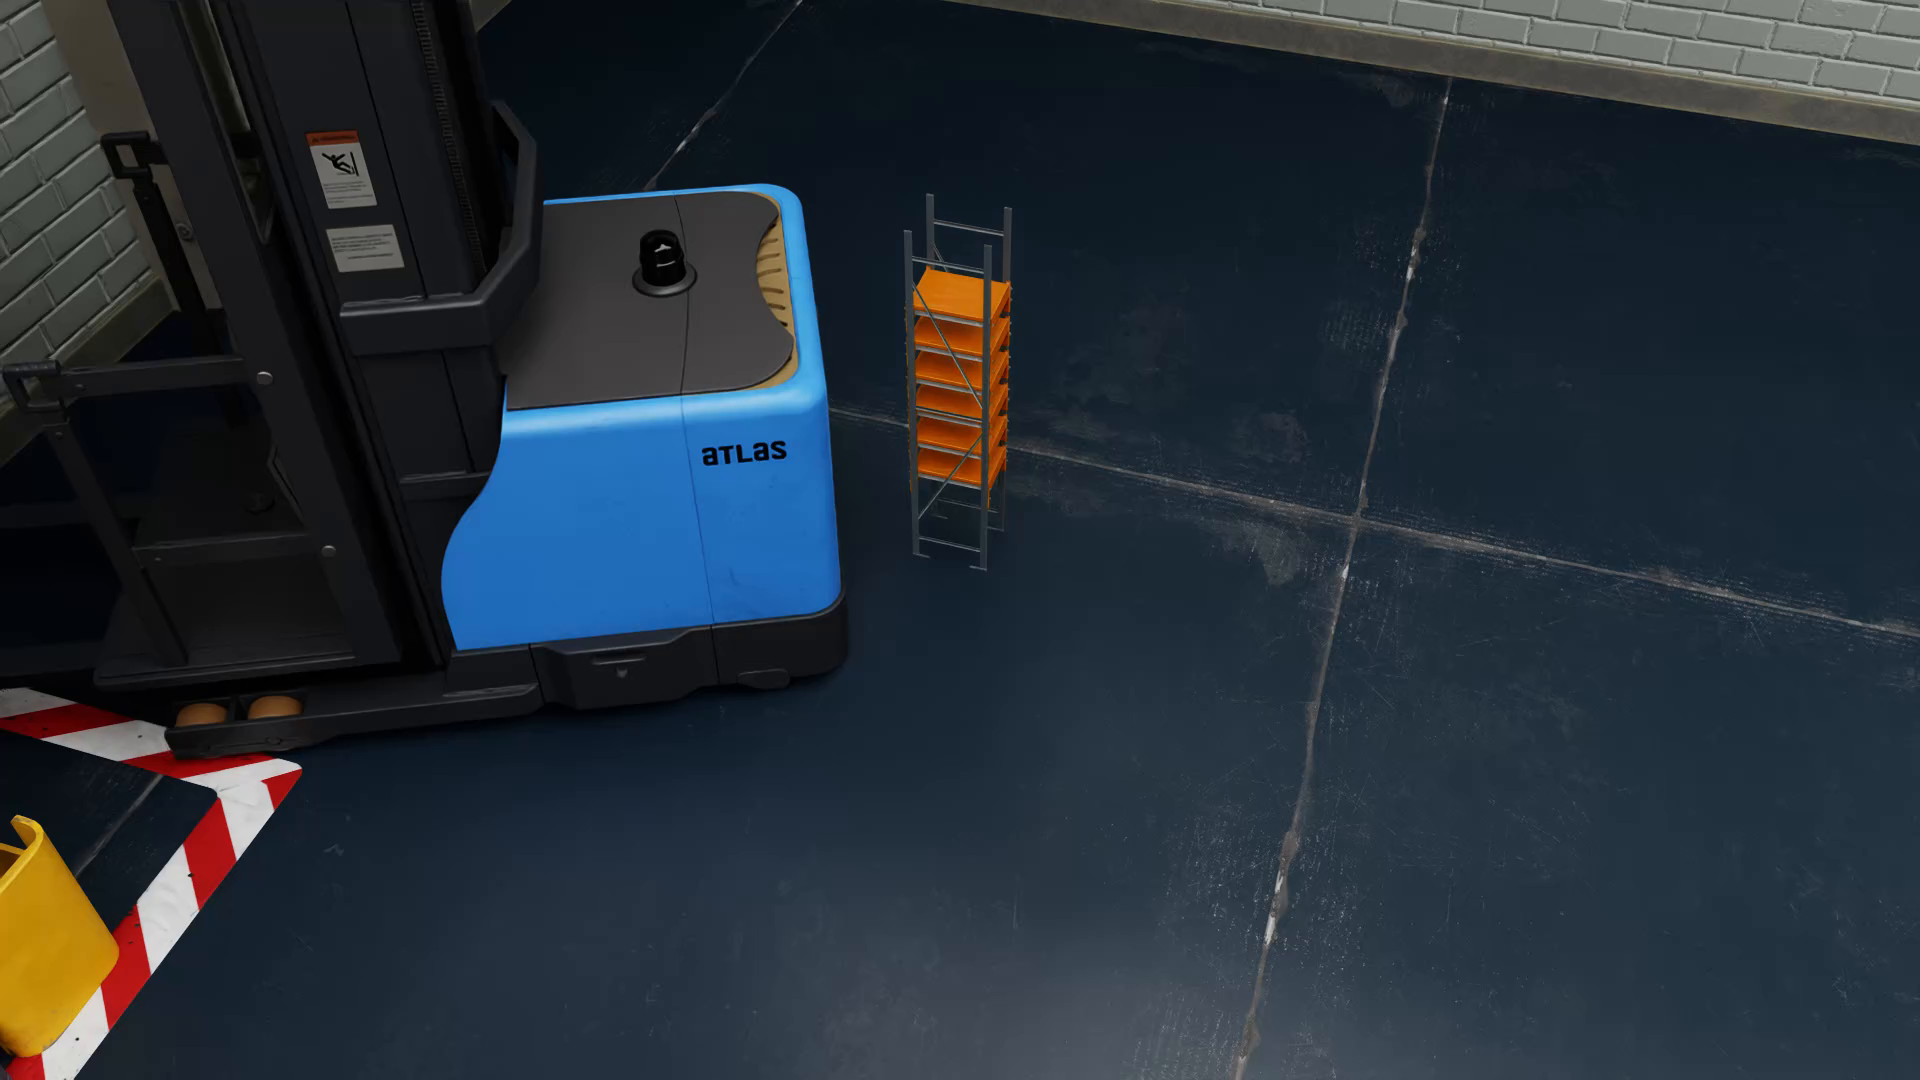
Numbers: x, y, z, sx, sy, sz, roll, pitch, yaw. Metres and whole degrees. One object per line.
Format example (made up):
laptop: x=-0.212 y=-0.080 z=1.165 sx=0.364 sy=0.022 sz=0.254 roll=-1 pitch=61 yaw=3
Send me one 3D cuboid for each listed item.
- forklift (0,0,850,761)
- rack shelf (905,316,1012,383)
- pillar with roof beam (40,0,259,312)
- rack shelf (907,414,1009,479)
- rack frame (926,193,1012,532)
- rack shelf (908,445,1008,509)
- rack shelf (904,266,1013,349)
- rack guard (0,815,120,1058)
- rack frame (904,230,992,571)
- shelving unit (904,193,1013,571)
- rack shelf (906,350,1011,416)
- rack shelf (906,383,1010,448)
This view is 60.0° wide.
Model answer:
forklift: x=-1.881 y=-0.834 z=4.007 sx=3.031 sy=2.935 sz=1.130 roll=-6 pitch=45 yaw=-6
rack shelf: x=-0.004 y=-0.559 z=4.684 sx=0.258 sy=0.103 sz=0.180 roll=13 pitch=46 yaw=12
pillar with roof beam: x=1.383 y=-3.258 z=2.145 sx=9.100 sy=9.000 sz=0.400 roll=13 pitch=46 yaw=13
rack shelf: x=-0.004 y=-0.302 z=4.936 sx=0.258 sy=0.103 sz=0.180 roll=13 pitch=46 yaw=12
rack frame: x=0.023 y=-0.480 z=4.883 sx=0.240 sy=1.200 sz=0.006 roll=13 pitch=46 yaw=12
rack shelf: x=-0.004 y=-0.216 z=5.019 sx=0.258 sy=0.103 sz=0.180 roll=13 pitch=46 yaw=12
rack shelf: x=-0.004 y=-0.645 z=4.600 sx=0.258 sy=0.103 sz=0.180 roll=13 pitch=46 yaw=12
rack guard: x=-2.706 y=0.835 z=4.039 sx=1.175 sy=0.500 sz=0.348 roll=13 pitch=46 yaw=13
rack frame: x=-0.032 y=-0.358 z=4.758 sx=0.240 sy=1.200 sz=0.006 roll=13 pitch=46 yaw=12
shelving unit: x=-0.004 y=-0.419 z=4.821 sx=0.258 sy=1.200 sz=0.189 roll=13 pitch=46 yaw=12
rack shelf: x=-0.004 y=-0.473 z=4.768 sx=0.258 sy=0.103 sz=0.180 roll=13 pitch=46 yaw=12
rack shelf: x=-0.004 y=-0.387 z=4.852 sx=0.258 sy=0.103 sz=0.180 roll=13 pitch=46 yaw=12
